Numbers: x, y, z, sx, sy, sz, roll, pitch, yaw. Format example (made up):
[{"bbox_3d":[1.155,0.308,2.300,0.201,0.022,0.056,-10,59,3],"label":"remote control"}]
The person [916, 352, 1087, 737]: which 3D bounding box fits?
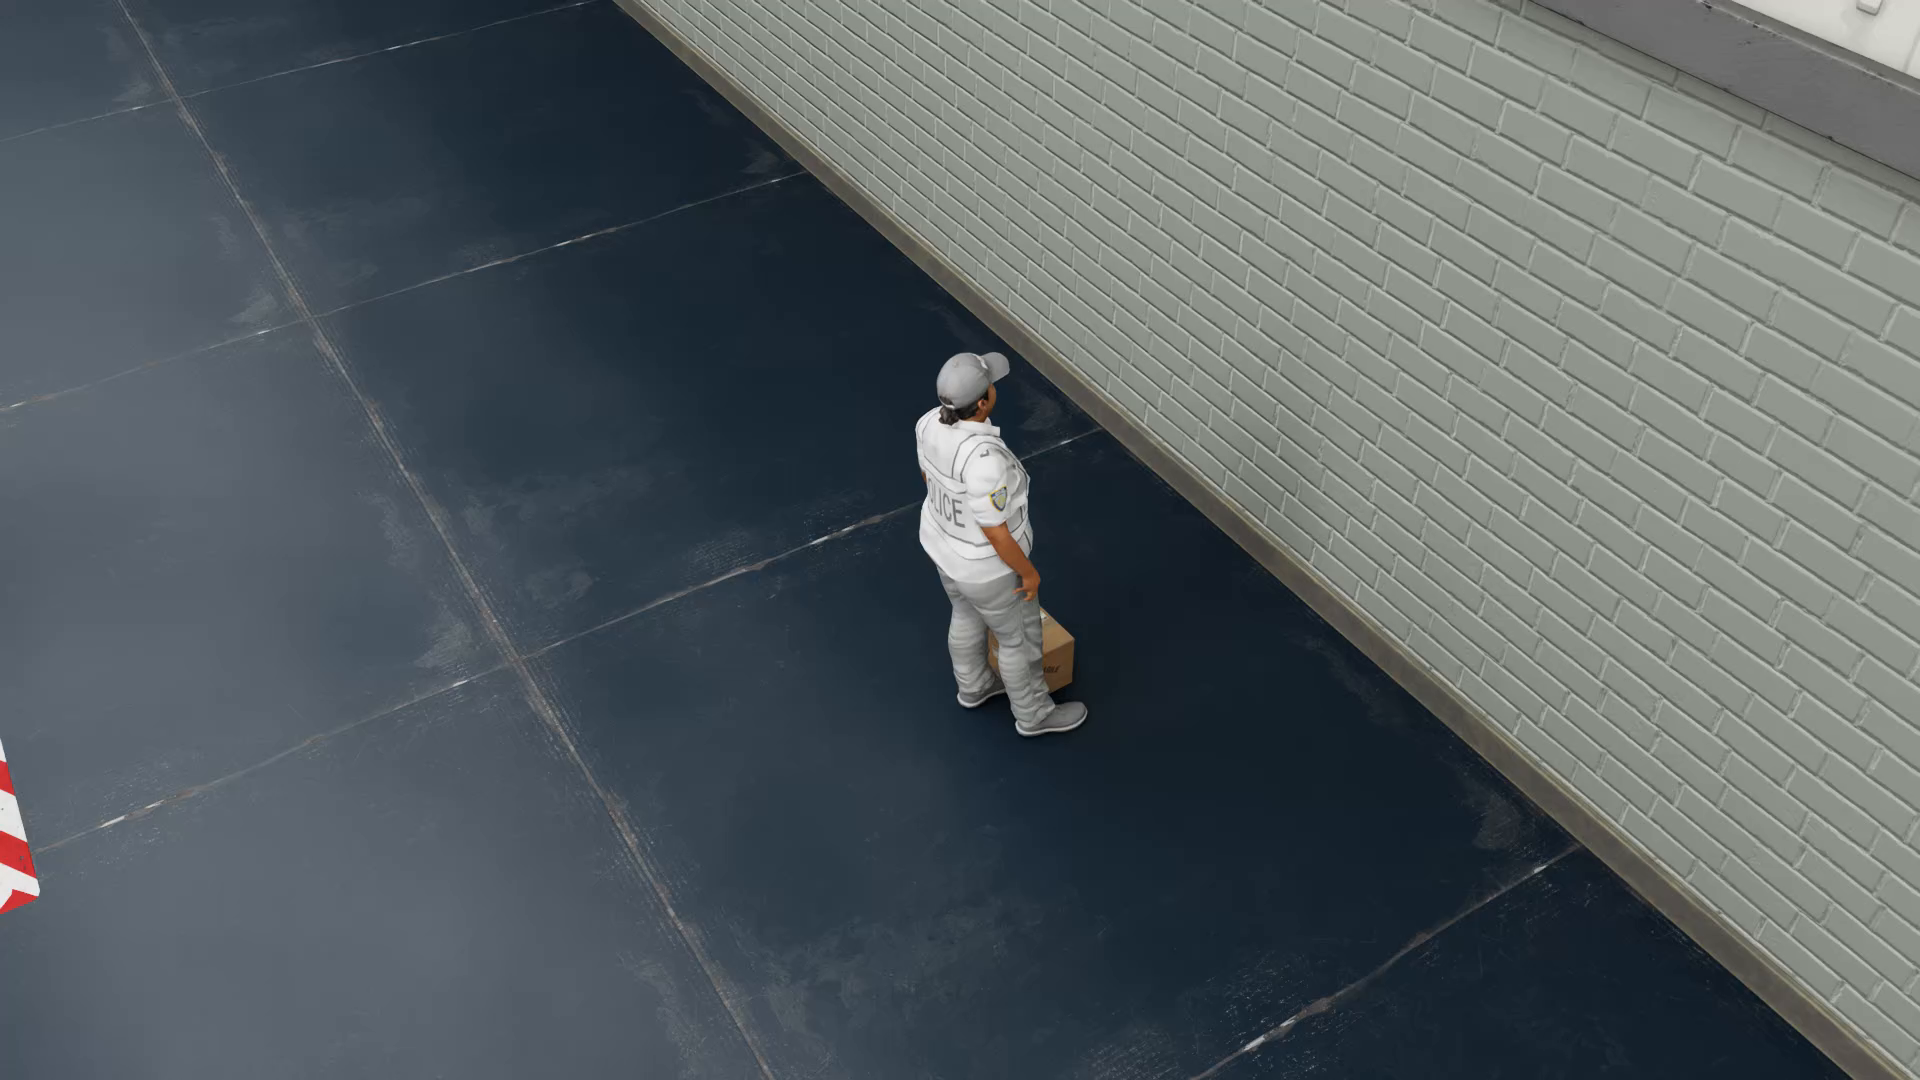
[{"bbox_3d":[0.147,0.013,6.125,0.529,1.670,0.598,-23,46,-24],"label":"person"}]
